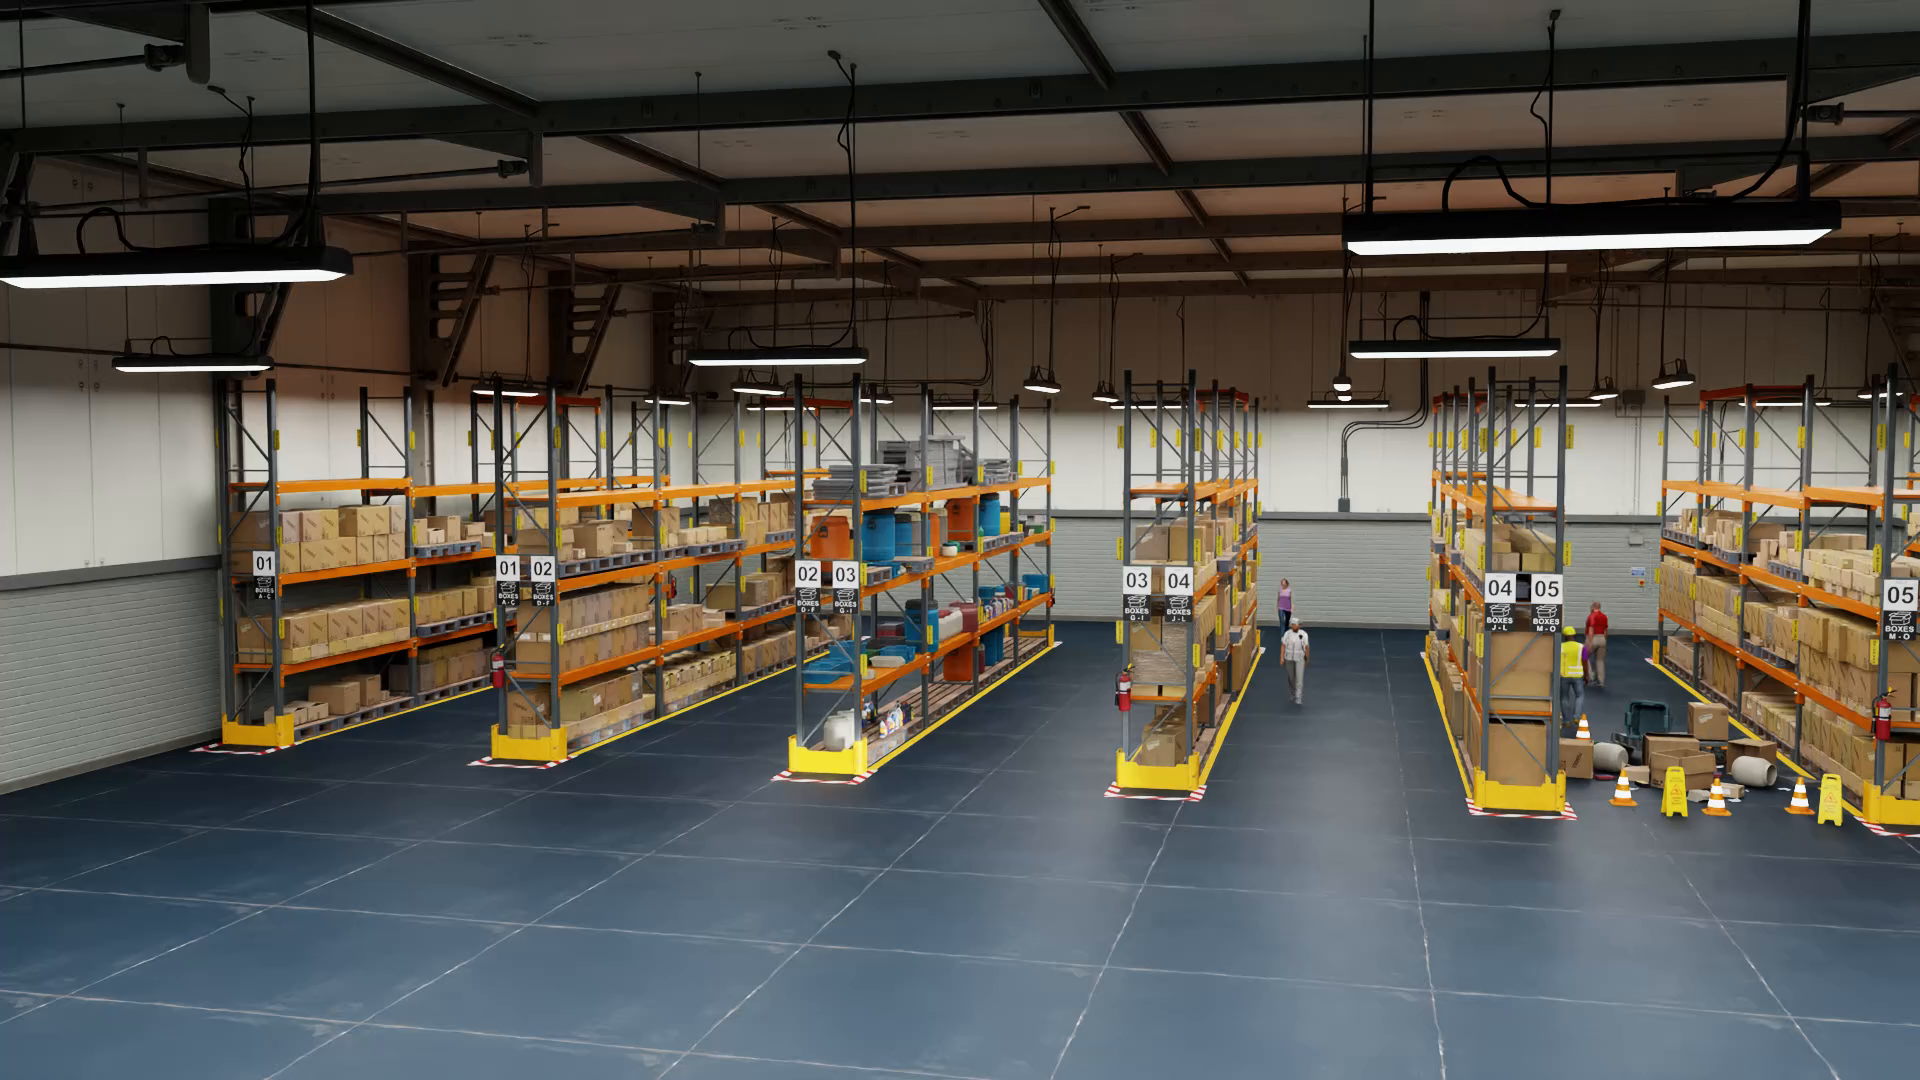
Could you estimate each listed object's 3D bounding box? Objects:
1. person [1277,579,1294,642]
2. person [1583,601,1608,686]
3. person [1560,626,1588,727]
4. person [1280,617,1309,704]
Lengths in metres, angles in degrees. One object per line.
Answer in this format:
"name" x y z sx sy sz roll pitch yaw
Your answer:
"person" 8.126 1.727 41.483 0.401 1.536 1.009 0 3 5
"person" 12.949 2.108 33.815 0.543 1.722 0.527 -1 3 -10
"person" 10.636 2.389 28.979 0.594 1.765 0.548 1 4 14
"person" 6.345 2.281 31.621 0.501 1.610 0.962 2 4 25
